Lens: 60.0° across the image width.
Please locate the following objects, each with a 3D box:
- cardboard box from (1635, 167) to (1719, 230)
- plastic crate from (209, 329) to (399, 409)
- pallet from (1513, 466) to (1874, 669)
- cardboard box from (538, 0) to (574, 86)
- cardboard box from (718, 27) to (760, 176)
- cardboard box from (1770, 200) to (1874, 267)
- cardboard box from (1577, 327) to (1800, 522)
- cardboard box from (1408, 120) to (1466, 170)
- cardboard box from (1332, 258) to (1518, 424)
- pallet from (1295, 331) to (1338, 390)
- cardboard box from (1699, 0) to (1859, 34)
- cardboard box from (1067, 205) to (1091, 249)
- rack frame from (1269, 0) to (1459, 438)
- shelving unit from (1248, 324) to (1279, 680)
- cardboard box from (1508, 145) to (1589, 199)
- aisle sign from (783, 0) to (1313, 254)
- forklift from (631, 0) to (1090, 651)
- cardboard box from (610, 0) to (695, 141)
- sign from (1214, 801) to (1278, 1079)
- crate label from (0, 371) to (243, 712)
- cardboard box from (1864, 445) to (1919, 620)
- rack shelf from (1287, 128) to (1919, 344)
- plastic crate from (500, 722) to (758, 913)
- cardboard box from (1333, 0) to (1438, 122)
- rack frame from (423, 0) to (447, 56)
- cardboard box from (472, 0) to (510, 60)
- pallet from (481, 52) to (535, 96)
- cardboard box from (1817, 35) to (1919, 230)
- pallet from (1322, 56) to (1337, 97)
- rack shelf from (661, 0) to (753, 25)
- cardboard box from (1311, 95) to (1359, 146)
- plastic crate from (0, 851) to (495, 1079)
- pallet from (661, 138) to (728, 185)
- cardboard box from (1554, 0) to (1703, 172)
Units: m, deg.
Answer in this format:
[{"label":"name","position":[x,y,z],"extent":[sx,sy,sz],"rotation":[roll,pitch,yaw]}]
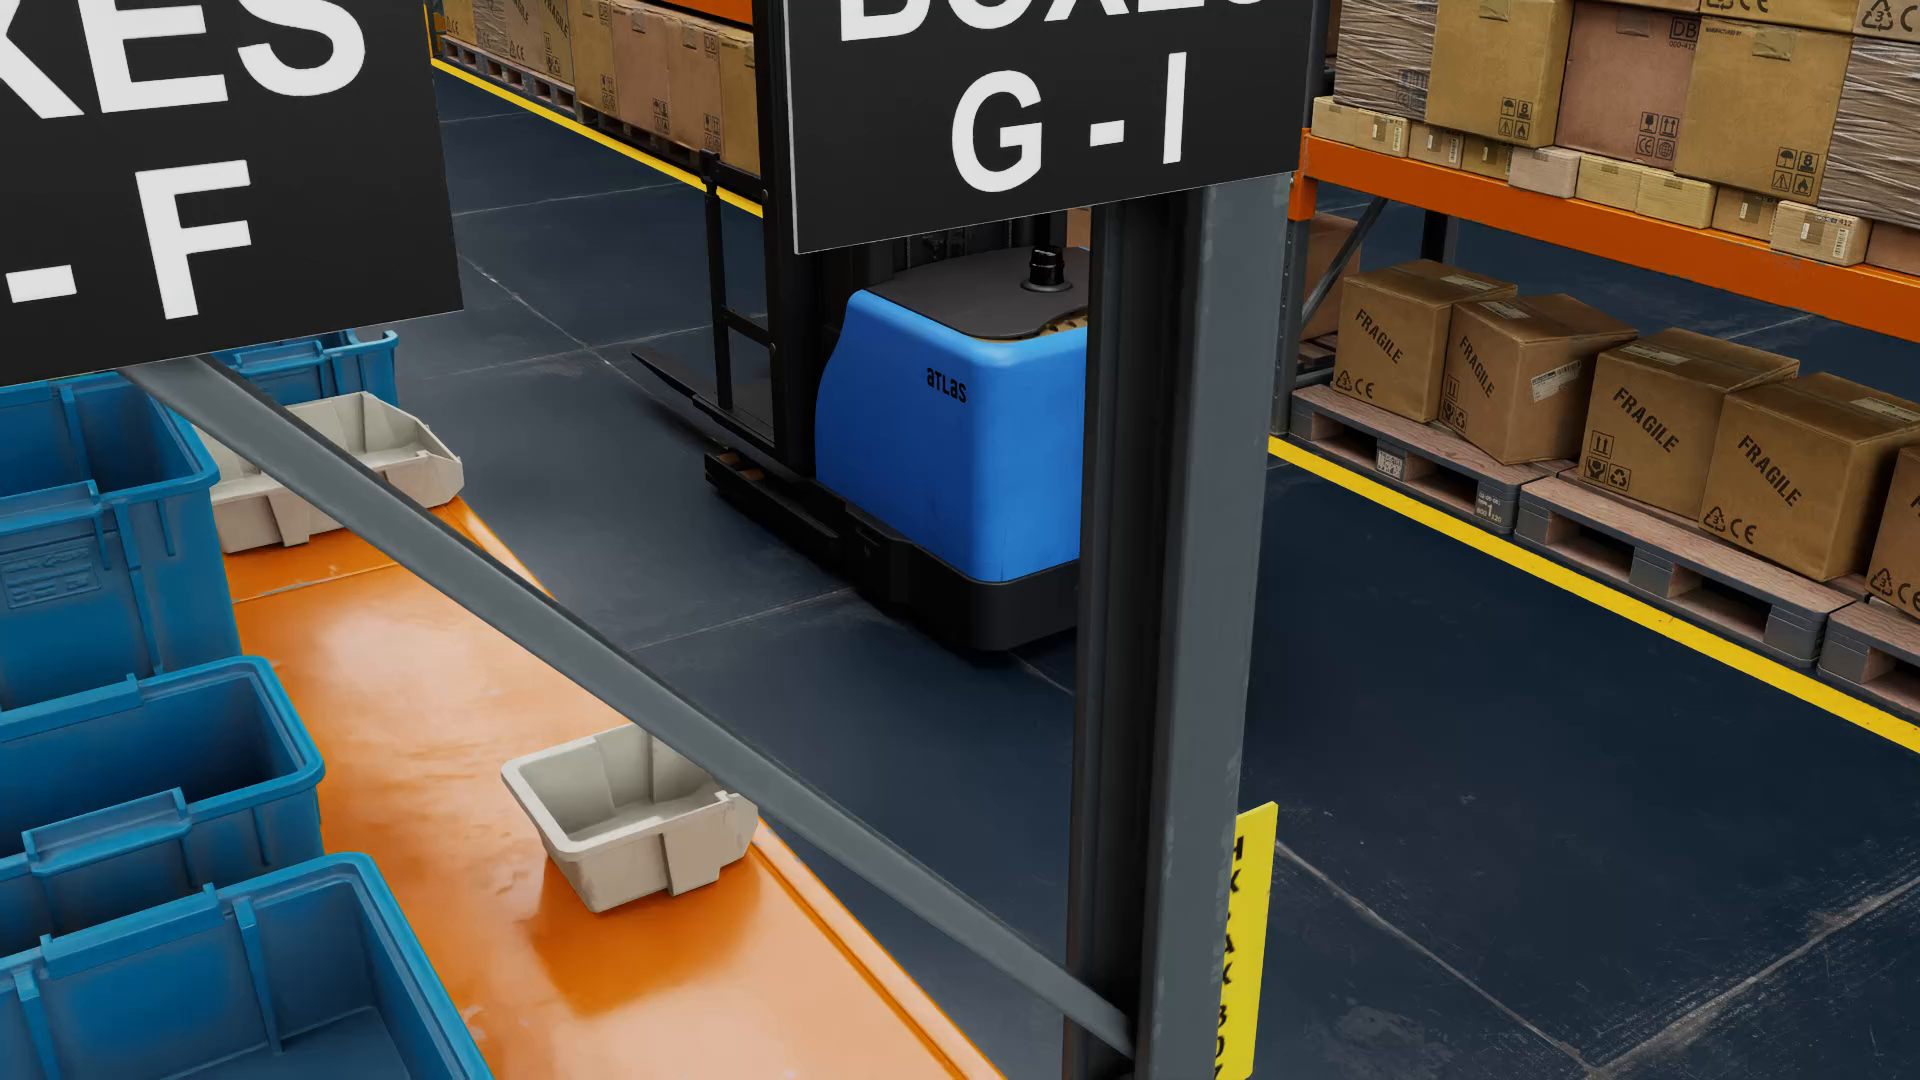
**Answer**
[{"label":"cardboard box","position":[2.447,-1.141,5.447],"extent":[0.380,0.149,0.250],"rotation":[-16,29,-30]},{"label":"plastic crate","position":[-1.567,-0.381,3.717],"extent":[0.499,0.251,0.616],"rotation":[-16,29,-30]},{"label":"pallet","position":[2.818,-0.005,6.014],"extent":[1.003,0.211,1.213],"rotation":[-16,29,-30]},{"label":"cardboard box","position":[-2.909,-4.280,13.800],"extent":[0.875,0.875,0.875],"rotation":[-16,29,-30]},{"label":"cardboard box","position":[-0.792,-2.846,10.763],"extent":[1.225,0.875,0.875],"rotation":[-17,30,-32]},{"label":"cardboard box","position":[2.699,-0.956,5.057],"extent":[0.380,0.149,0.250],"rotation":[-16,29,-30]},{"label":"cardboard box","position":[2.660,-0.435,6.094],"extent":[0.500,0.500,0.500],"rotation":[-19,31,-34]},{"label":"cardboard box","position":[1.902,-1.499,6.206],"extent":[0.380,0.149,0.250],"rotation":[-16,29,-30]},{"label":"cardboard box","position":[1.936,-0.842,6.956],"extent":[0.500,0.500,0.500],"rotation":[-17,30,-31]},{"label":"pallet","position":[1.325,-0.952,8.019],"extent":[1.003,0.211,1.213],"rotation":[-16,29,-30]},{"label":"cardboard box","position":[2.613,-1.813,4.940],"extent":[0.500,0.500,0.500],"rotation":[-16,29,-30]},{"label":"cardboard box","position":[0.884,-1.603,8.545],"extent":[0.700,0.500,0.500],"rotation":[-18,31,-34]},{"label":"rack frame","position":[1.751,-1.935,6.835],"extent":[1.000,3.000,0.127],"rotation":[-16,29,-30]},{"label":"shelving unit","position":[0.671,-0.140,5.141],"extent":[0.258,1.200,0.503],"rotation":[-17,30,-31]},{"label":"cardboard box","position":[2.148,-1.313,5.811],"extent":[0.380,0.149,0.250],"rotation":[-16,29,-30]},{"label":"aisle sign","position":[0.070,-0.568,0.894],"extent":[0.394,0.787,0.004],"rotation":[-16,29,-30]},{"label":"forklift","position":[-0.358,-1.544,6.088],"extent":[1.130,2.935,3.031],"rotation":[-17,30,-31]},{"label":"cardboard box","position":[-1.761,-3.482,12.109],"extent":[1.225,0.875,0.875],"rotation":[-17,30,-31]},{"label":"sign","position":[0.248,0.398,1.569],"extent":[0.100,0.325,0.005],"rotation":[-16,29,-30]},{"label":"crate label","position":[-1.446,0.039,2.613],"extent":[0.502,0.435,0.616],"rotation":[-16,29,-30]},{"label":"cardboard box","position":[3.253,0.003,5.166],"extent":[0.500,0.500,0.500],"rotation":[-8,26,-16]},{"label":"rack shelf","position":[2.843,-0.894,5.473],"extent":[1.077,0.370,4.000],"rotation":[-16,29,-30]},{"label":"plastic crate","position":[-0.434,0.374,2.252],"extent":[0.298,0.136,0.250],"rotation":[-16,29,-30]},{"label":"cardboard box","position":[1.945,-1.939,6.379],"extent":[0.875,0.500,0.500],"rotation":[-16,29,-30]},{"label":"rack frame","position":[-4.800,-6.227,15.927],"extent":[1.000,3.000,0.127],"rotation":[-16,29,-30]},{"label":"cardboard box","position":[-3.886,-4.920,15.156],"extent":[0.875,0.875,0.875],"rotation":[-16,29,-30]},{"label":"pallet","position":[-3.636,-4.262,15.032],"extent":[1.003,0.211,1.213],"rotation":[-16,29,-30]},{"label":"cardboard box","position":[3.047,-1.227,4.870],"extent":[0.875,0.500,0.500],"rotation":[-16,29,-30]},{"label":"pallet","position":[1.456,-2.155,7.527],"extent":[1.003,0.211,1.213],"rotation":[-16,29,-30]},{"label":"rack shelf","position":[-1.524,-3.756,11.535],"extent":[1.077,0.370,4.000],"rotation":[-16,29,-30]},{"label":"cardboard box","position":[1.617,-1.674,6.577],"extent":[0.380,0.149,0.250],"rotation":[-16,29,-30]},{"label":"plastic crate","position":[-0.739,0.608,1.623],"extent":[0.499,0.251,0.616],"rotation":[-16,29,-30]},{"label":"pallet","position":[-1.462,-2.840,12.019],"extent":[1.003,0.211,1.213],"rotation":[-16,29,-30]},{"label":"cardboard box","position":[2.546,-1.597,5.653],"extent":[0.875,0.500,0.500],"rotation":[-16,29,-30]}]
